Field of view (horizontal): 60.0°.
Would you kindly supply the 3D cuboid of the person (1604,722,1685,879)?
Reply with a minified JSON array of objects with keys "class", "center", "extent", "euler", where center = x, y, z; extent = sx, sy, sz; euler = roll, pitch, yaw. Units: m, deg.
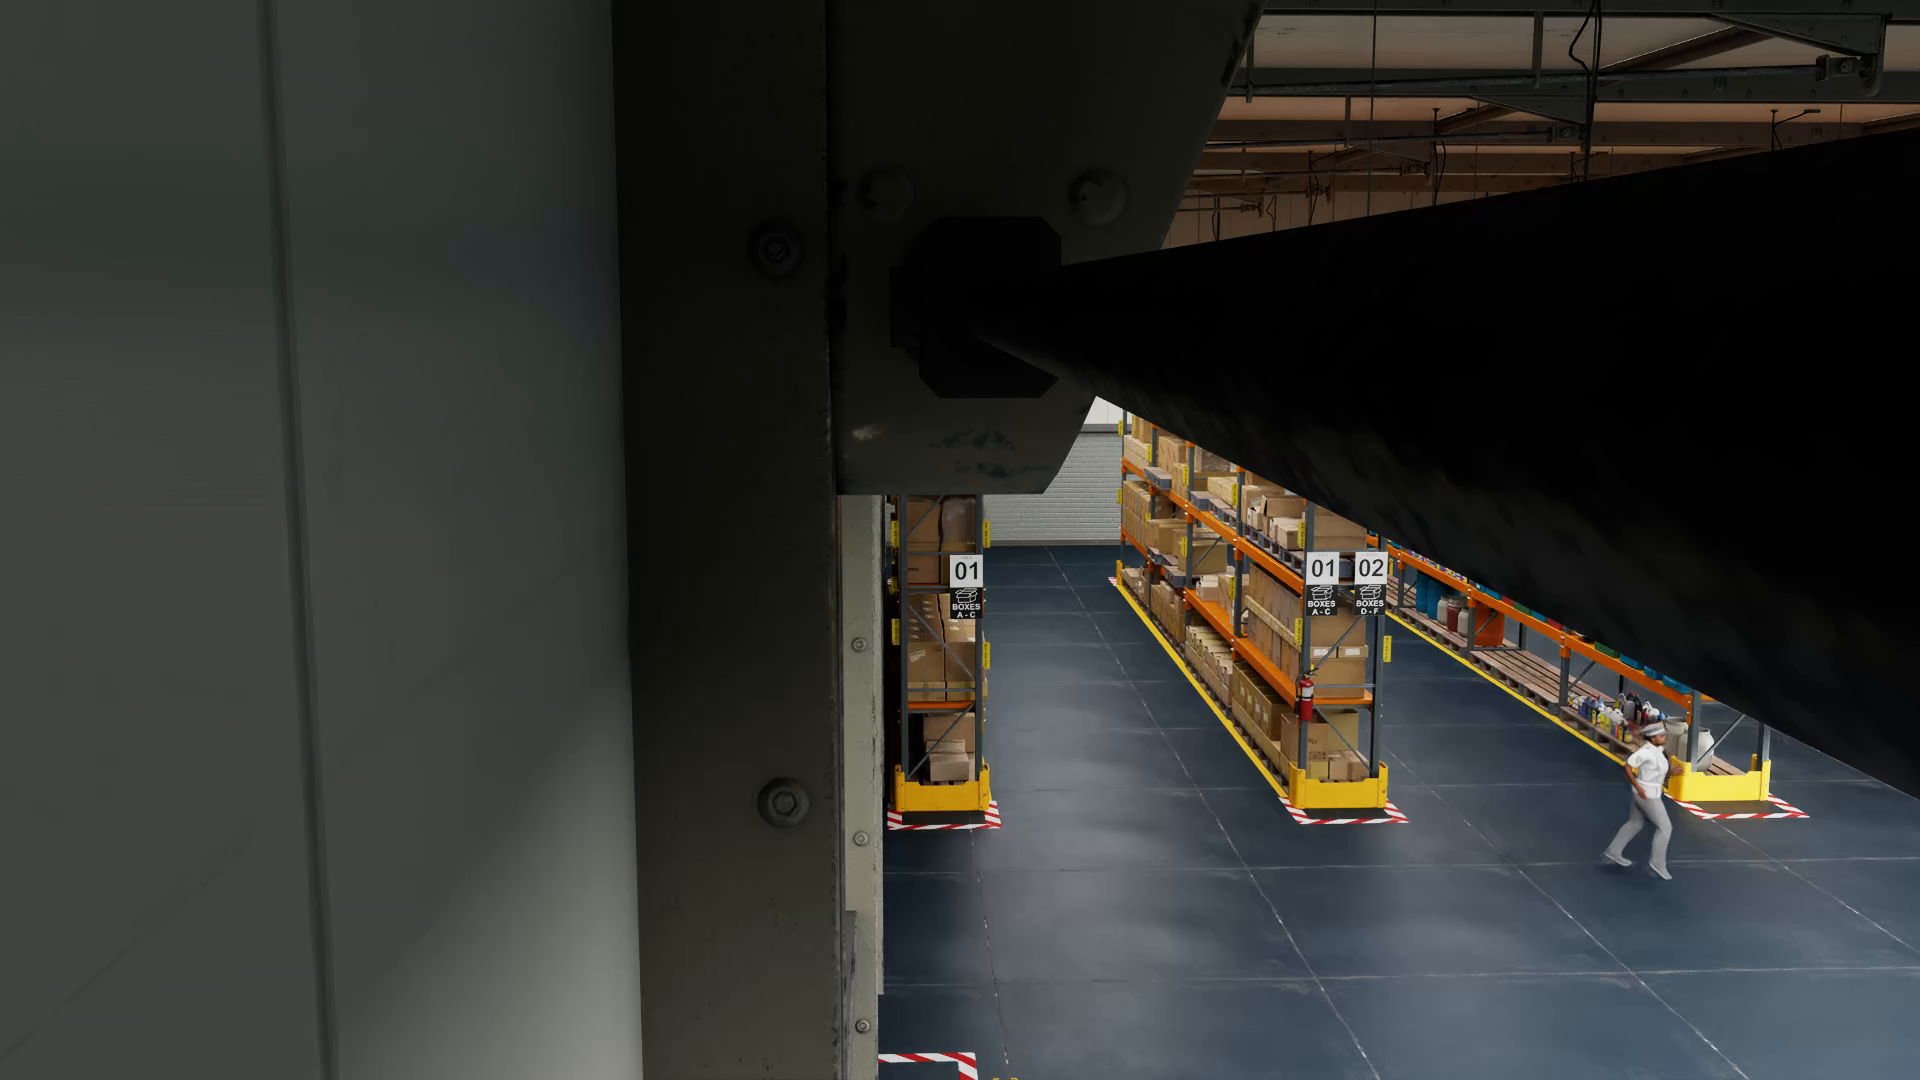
[{"class":"person","center":[7.525,2.833,18.271],"extent":[0.764,1.765,0.548],"euler":[4,9,23]}]
